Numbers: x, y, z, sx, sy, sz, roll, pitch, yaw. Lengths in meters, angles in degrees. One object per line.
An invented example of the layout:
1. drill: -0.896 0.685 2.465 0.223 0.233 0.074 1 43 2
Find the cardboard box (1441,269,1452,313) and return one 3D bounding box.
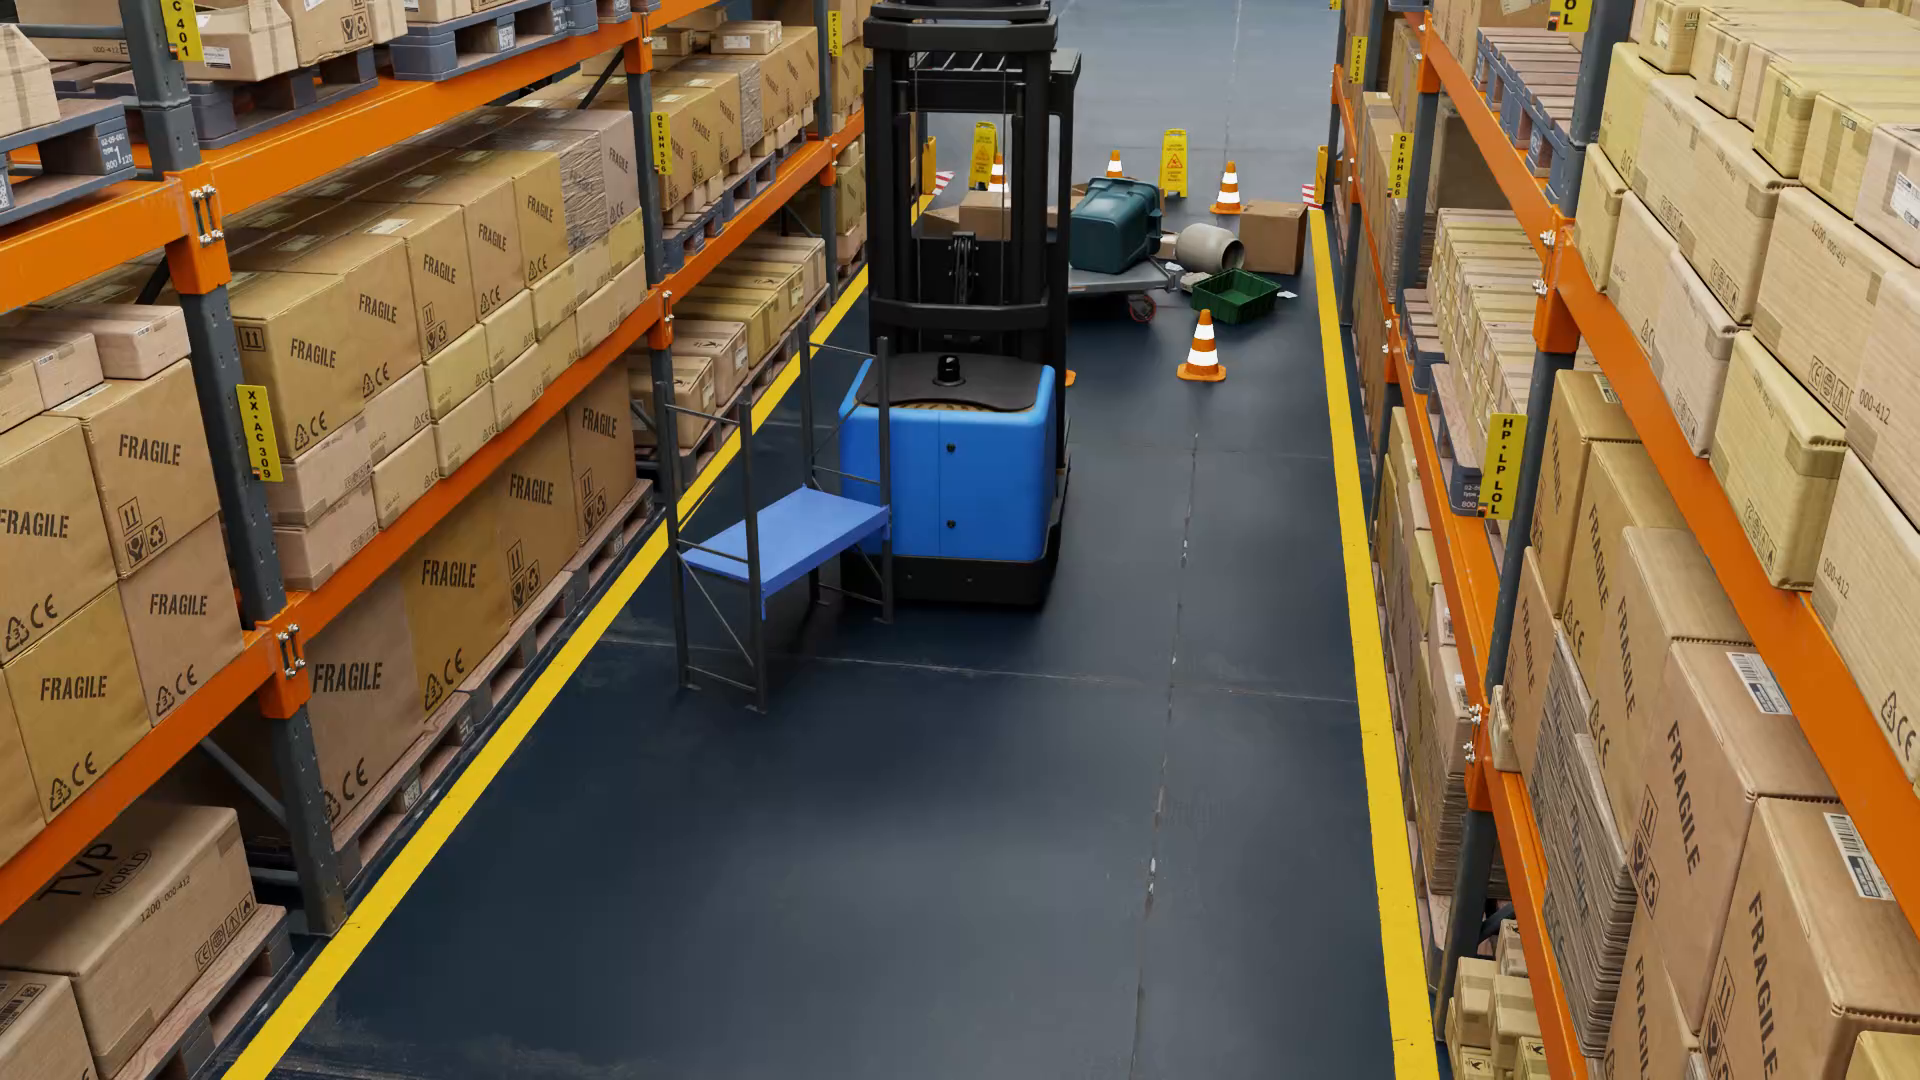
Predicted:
1. cardboard box: 2.405 -1.119 7.553 0.380 0.149 0.250 3 25 7

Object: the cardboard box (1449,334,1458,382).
1. cardboard box: 2.321 -0.775 7.169 0.380 0.149 0.250 5 26 10

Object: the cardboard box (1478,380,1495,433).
1. cardboard box: 2.150 -0.477 6.182 0.380 0.149 0.250 3 25 6

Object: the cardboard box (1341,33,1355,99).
1. cardboard box: 3.772 -4.120 14.337 0.875 0.550 0.550 4 25 9

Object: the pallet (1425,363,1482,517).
1. pallet: 2.481 -0.404 6.801 1.003 0.211 1.213 4 25 9

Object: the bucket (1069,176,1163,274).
1. bucket: 1.166 -2.417 12.944 0.726 0.611 0.620 13 38 26

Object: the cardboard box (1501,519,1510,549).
1. cardboard box: 2.022 -0.014 5.542 0.380 0.149 0.250 4 25 9

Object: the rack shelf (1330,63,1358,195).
1. rack shelf: 3.745 -3.505 14.049 1.077 0.370 4.000 4 25 9

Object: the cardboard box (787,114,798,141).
1. cardboard box: -1.361 -2.918 11.747 0.380 0.149 0.250 4 25 8

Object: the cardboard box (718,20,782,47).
1. cardboard box: -1.434 -3.462 11.378 0.380 0.149 0.250 3 25 7

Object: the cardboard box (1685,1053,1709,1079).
1. cardboard box: 1.439 1.211 2.657 0.500 0.500 0.500 4 25 9

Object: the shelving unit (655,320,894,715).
1. shelving unit: -0.823 -0.128 7.754 0.538 1.500 1.048 15 29 29

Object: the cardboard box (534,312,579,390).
1. cardboard box: -2.128 -0.901 7.813 0.500 0.250 0.500 4 25 8

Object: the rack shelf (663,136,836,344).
1. rack shelf: -1.809 -2.133 11.117 1.077 0.370 4.000 4 25 9

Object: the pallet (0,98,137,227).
1. pallet: -2.933 -0.926 4.257 1.003 0.211 1.213 4 25 9

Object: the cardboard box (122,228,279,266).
1. cardboard box: -2.887 -0.869 6.270 0.500 0.500 0.500 5 25 10

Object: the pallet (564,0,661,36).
1. pallet: -2.188 -2.622 7.999 1.213 0.211 1.003 5 26 11

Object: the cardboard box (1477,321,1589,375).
1. cardboard box: 2.198 -0.721 6.352 0.380 0.149 0.250 3 25 6

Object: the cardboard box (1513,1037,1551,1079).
1. cardboard box: 1.754 1.533 4.603 0.380 0.149 0.250 4 25 8

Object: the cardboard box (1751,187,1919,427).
1. cardboard box: 1.544 -0.341 2.490 0.500 0.250 0.500 3 25 6

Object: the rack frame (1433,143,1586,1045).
1. rack frame: 2.111 0.351 4.961 1.000 3.000 0.127 4 25 9

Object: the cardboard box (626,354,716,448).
1. cardboard box: -2.033 -0.858 10.149 0.950 0.372 0.625 2 25 5

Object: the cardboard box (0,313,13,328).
1. cardboard box: -3.097 -0.627 4.990 0.380 0.149 0.250 4 25 8

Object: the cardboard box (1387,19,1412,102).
1. cardboard box: 3.343 -3.285 11.432 0.700 0.500 0.500 4 25 8

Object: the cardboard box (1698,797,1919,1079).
1. cardboard box: 1.445 0.753 2.456 0.500 0.500 0.500 5 26 11

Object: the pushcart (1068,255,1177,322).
1. pushcart: 0.776 -1.971 13.015 1.648 0.377 0.936 -5 25 -10

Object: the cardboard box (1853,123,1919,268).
1. cardboard box: 1.495 -0.475 2.305 0.380 0.149 0.250 3 25 7

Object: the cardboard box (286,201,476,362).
1. cardboard box: -2.293 -1.036 6.628 0.500 0.500 0.500 3 25 7

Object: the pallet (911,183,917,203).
1. pallet: -1.008 -3.336 16.129 1.003 0.211 1.213 4 25 9

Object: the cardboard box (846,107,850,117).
1. cardboard box: -1.110 -3.514 13.515 0.380 0.149 0.250 4 25 8

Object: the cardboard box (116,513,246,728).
1. cardboard box: -2.613 0.217 5.130 0.500 0.500 0.500 4 25 9

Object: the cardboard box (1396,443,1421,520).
1. cardboard box: 2.330 -0.236 7.784 0.500 0.250 0.500 4 25 8

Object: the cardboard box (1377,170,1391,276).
1. cardboard box: 2.656 -1.783 9.402 0.500 0.500 0.500 4 25 9

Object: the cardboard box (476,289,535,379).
1. cardboard box: -2.192 -0.913 7.250 0.500 0.250 0.500 3 25 7

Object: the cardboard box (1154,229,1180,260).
1. cardboard box: 1.882 -2.603 14.498 0.396 0.266 0.258 8 26 18

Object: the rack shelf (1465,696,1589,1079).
1. rack shelf: 1.784 1.513 3.327 1.077 0.370 4.000 4 25 9

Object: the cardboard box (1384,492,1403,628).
1. cardboard box: 2.318 0.109 7.932 0.500 0.500 0.500 4 25 9

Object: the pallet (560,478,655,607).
1. pallet: -2.339 -0.035 9.076 1.003 0.211 1.213 4 25 9

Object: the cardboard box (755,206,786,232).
1. cardboard box: -1.650 -2.846 13.655 0.500 0.500 0.500 4 25 8

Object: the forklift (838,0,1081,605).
1. forklift: 0.074 -1.593 9.195 1.130 2.935 3.031 3 25 6

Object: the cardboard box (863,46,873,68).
1. cardboard box: -0.981 -4.061 13.918 0.500 0.500 0.500 4 25 8

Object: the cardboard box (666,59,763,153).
1. cardboard box: -1.586 -2.814 10.760 0.500 0.500 0.500 3 25 7

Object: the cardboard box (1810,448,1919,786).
1. cardboard box: 1.441 0.105 2.127 0.500 0.250 0.500 5 26 11

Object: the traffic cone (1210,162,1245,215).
1. traffic cone: 2.584 -3.395 15.957 0.336 0.463 0.334 4 25 9

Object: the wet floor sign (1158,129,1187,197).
1. wet floor sign: 2.123 -3.751 16.502 0.267 0.644 0.232 0 25 -1

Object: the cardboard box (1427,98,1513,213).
1. cardboard box: 2.848 -2.007 8.702 0.700 0.500 0.500 4 25 8

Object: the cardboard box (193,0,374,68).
1. cardboard box: -2.359 -1.892 5.602 0.500 0.500 0.500 4 25 8

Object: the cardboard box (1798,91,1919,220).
1. cardboard box: 1.532 -0.585 2.540 0.380 0.149 0.250 3 25 7

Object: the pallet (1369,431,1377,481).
1. pallet: 2.968 -0.383 9.820 1.003 0.211 1.213 4 25 9

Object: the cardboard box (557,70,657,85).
1. cardboard box: -2.180 -2.630 10.367 0.500 0.500 0.500 2 25 5

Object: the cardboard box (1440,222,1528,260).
1. cardboard box: 2.457 -1.375 7.749 0.380 0.149 0.250 3 25 7

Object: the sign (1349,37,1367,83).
1. sign: 2.870 -3.460 11.990 0.100 0.325 0.005 4 25 9

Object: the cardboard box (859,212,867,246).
1. cardboard box: -1.043 -2.692 14.212 0.500 0.250 0.500 5 26 11

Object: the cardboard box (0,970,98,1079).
1. cardboard box: -3.143 1.650 4.713 0.875 0.438 0.875 3 25 7

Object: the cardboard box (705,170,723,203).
1. cardboard box: -1.664 -2.163 10.133 0.380 0.149 0.250 4 25 9

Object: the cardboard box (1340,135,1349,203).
1. cardboard box: 4.026 -3.607 15.429 0.875 0.875 0.875 4 25 9
